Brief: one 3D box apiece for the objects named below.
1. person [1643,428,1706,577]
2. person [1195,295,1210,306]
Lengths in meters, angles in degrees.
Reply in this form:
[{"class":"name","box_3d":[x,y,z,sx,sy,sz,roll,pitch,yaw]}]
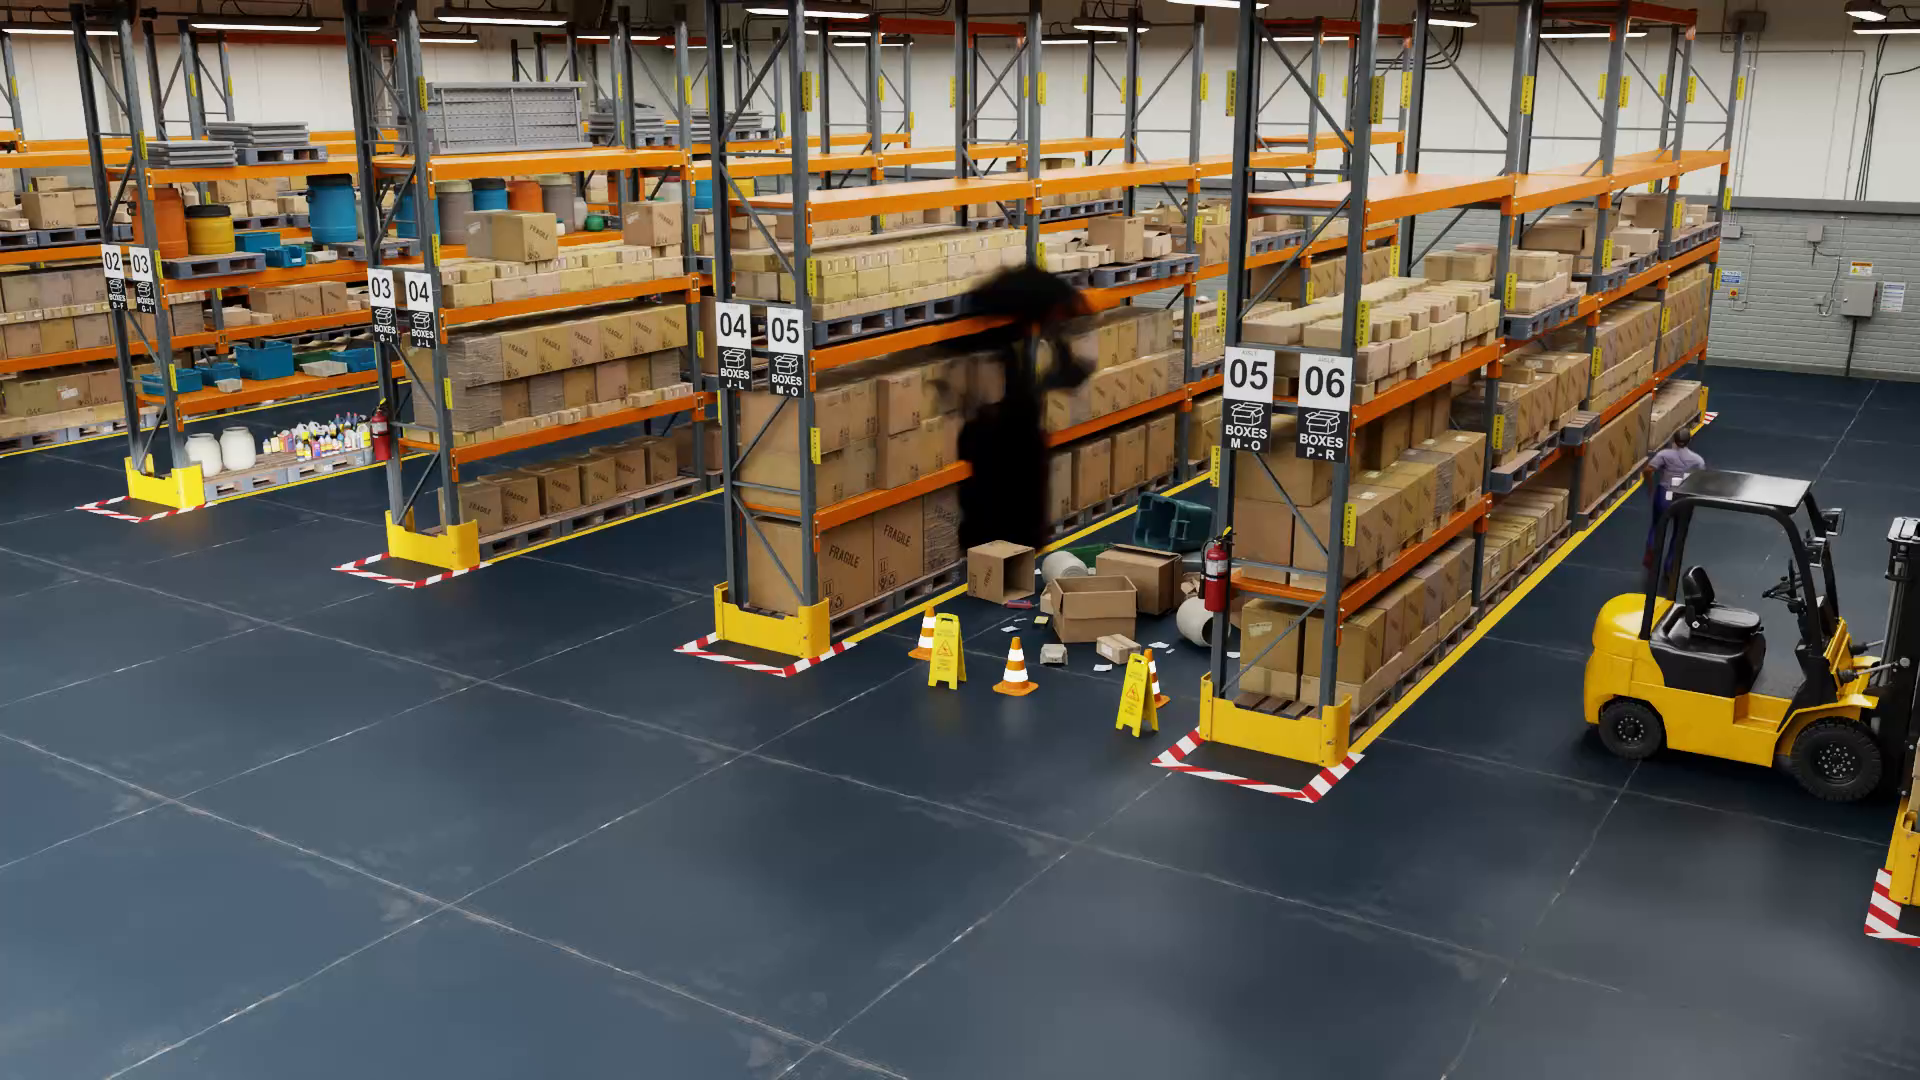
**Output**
[{"class":"person","box_3d":[7.628,-0.434,17.775,0.621,1.598,0.579,8,18,27]},{"class":"person","box_3d":[3.936,-3.119,27.175,0.638,1.749,0.608,11,19,35]}]
